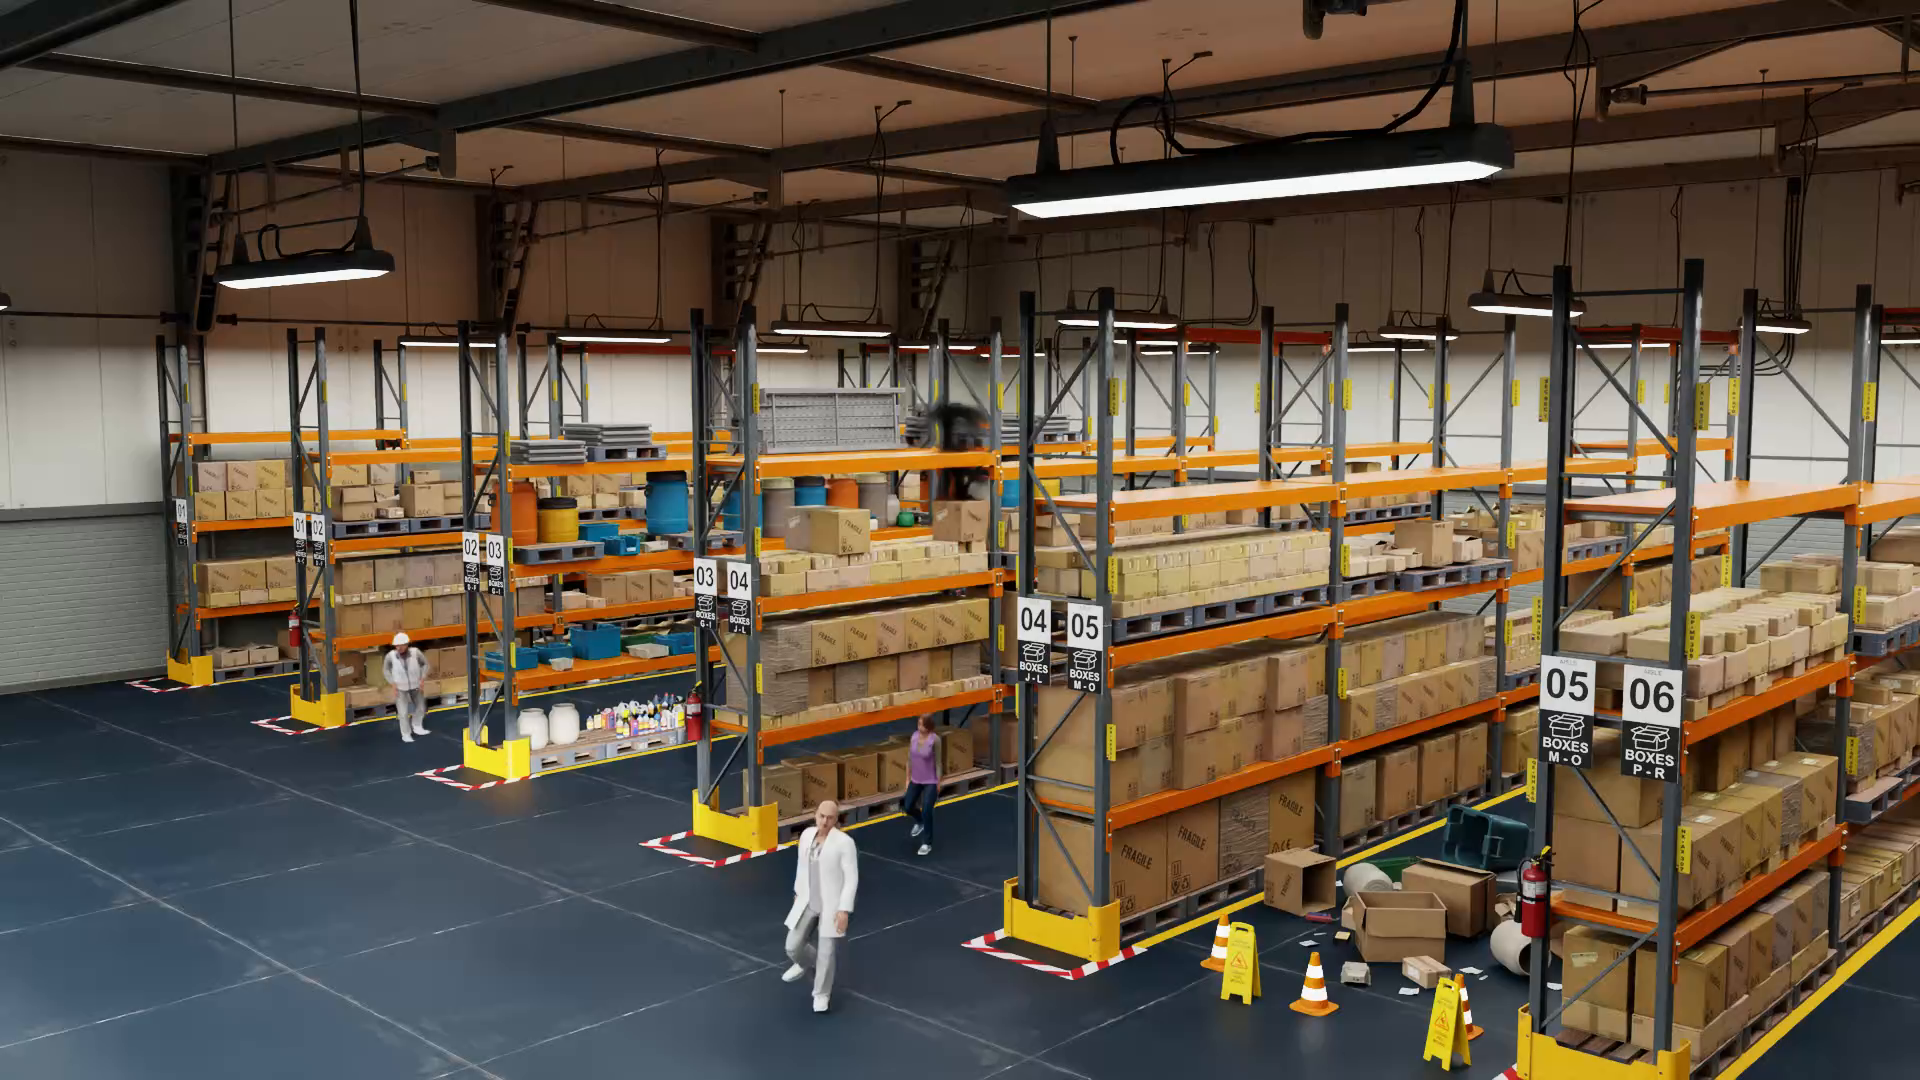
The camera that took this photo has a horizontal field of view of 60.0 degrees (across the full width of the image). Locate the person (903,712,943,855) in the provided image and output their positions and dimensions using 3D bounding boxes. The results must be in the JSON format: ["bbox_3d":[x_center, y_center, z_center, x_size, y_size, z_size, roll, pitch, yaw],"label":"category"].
[{"bbox_3d":[-0.389,2.648,18.379,0.548,1.574,0.545,3,6,29],"label":"person"}]

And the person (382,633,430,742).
[{"bbox_3d":[-7.977,2.105,24.017,0.689,1.634,0.861,-3,6,-31],"label":"person"}]

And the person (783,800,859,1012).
[{"bbox_3d":[-1.167,3.096,13.828,0.813,1.544,0.630,2,6,23],"label":"person"}]
